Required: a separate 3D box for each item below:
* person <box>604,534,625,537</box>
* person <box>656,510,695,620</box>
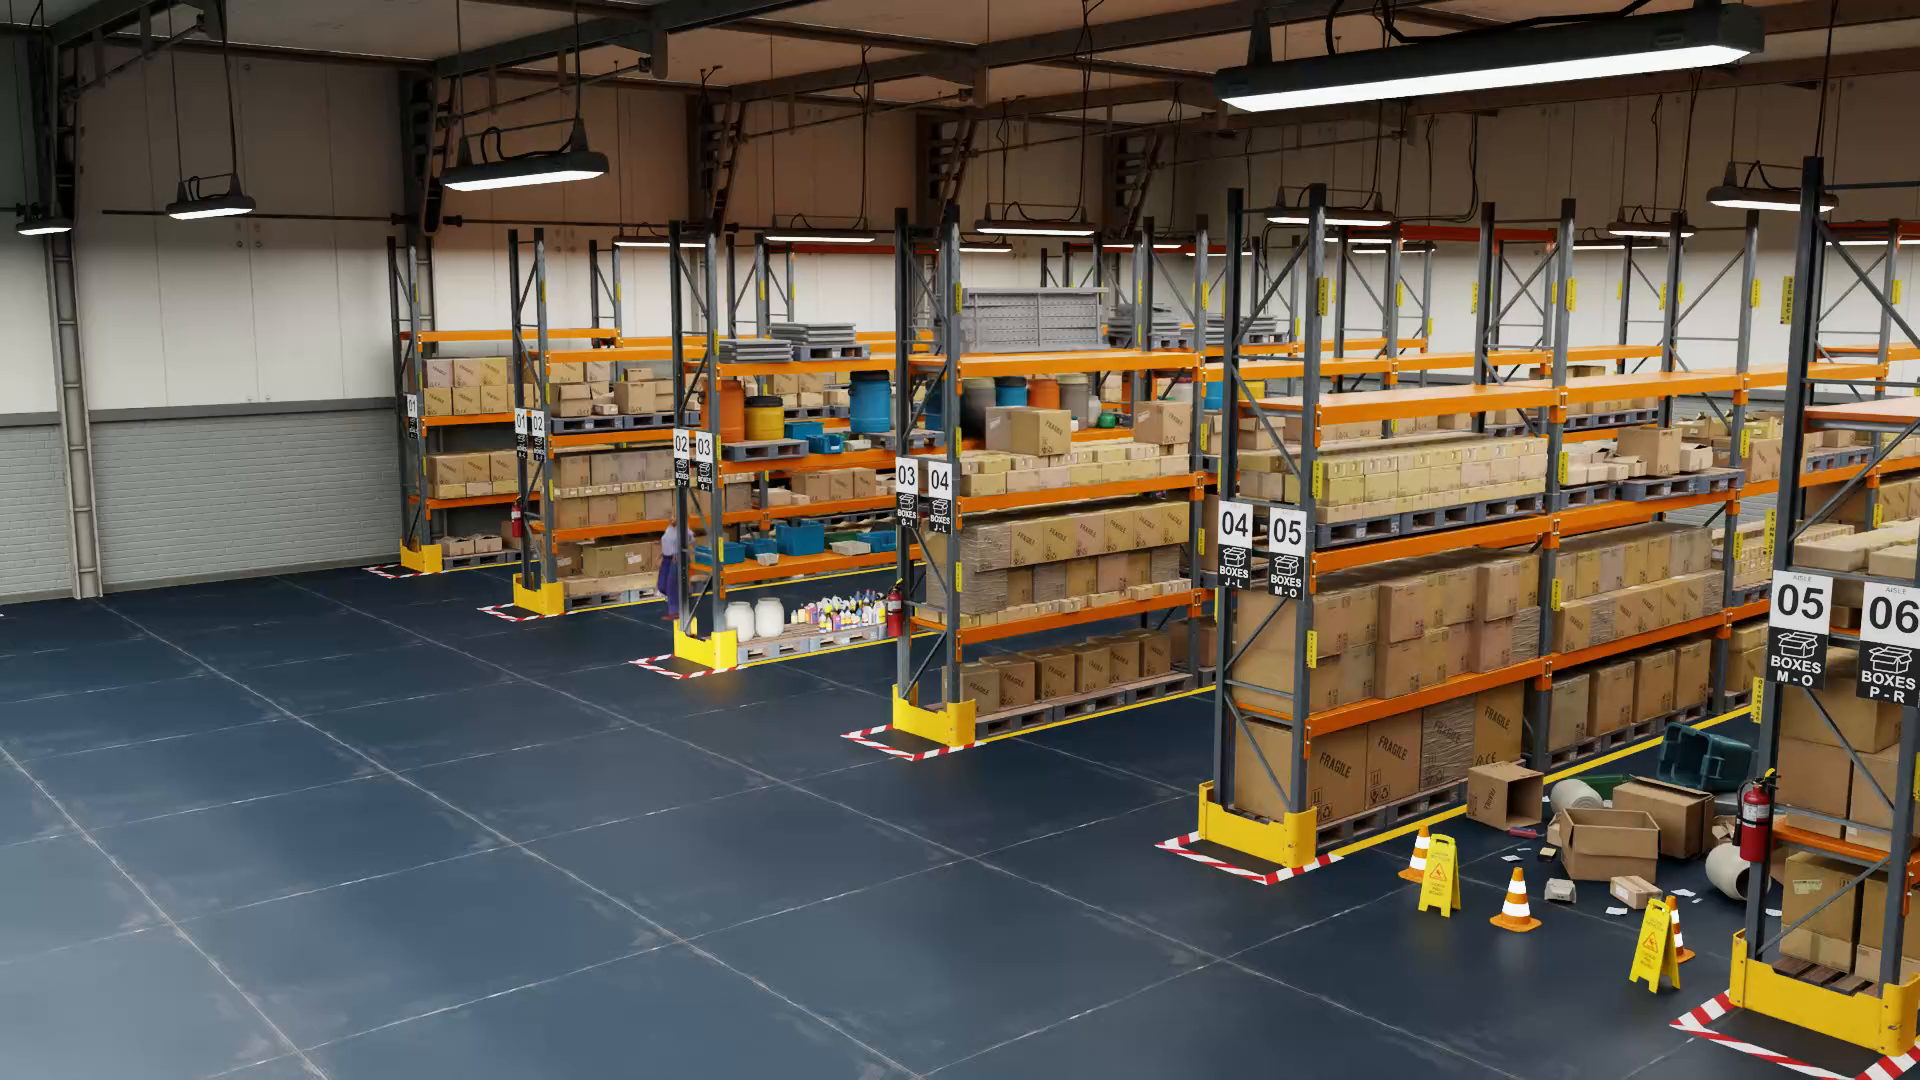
[{"bbox_3d":[-6.080,-0.200,29.435,0.710,1.733,0.637,7,11,39],"label":"person"},{"bbox_3d":[-4.173,0.350,24.391,0.600,1.604,0.553,7,11,37],"label":"person"}]
